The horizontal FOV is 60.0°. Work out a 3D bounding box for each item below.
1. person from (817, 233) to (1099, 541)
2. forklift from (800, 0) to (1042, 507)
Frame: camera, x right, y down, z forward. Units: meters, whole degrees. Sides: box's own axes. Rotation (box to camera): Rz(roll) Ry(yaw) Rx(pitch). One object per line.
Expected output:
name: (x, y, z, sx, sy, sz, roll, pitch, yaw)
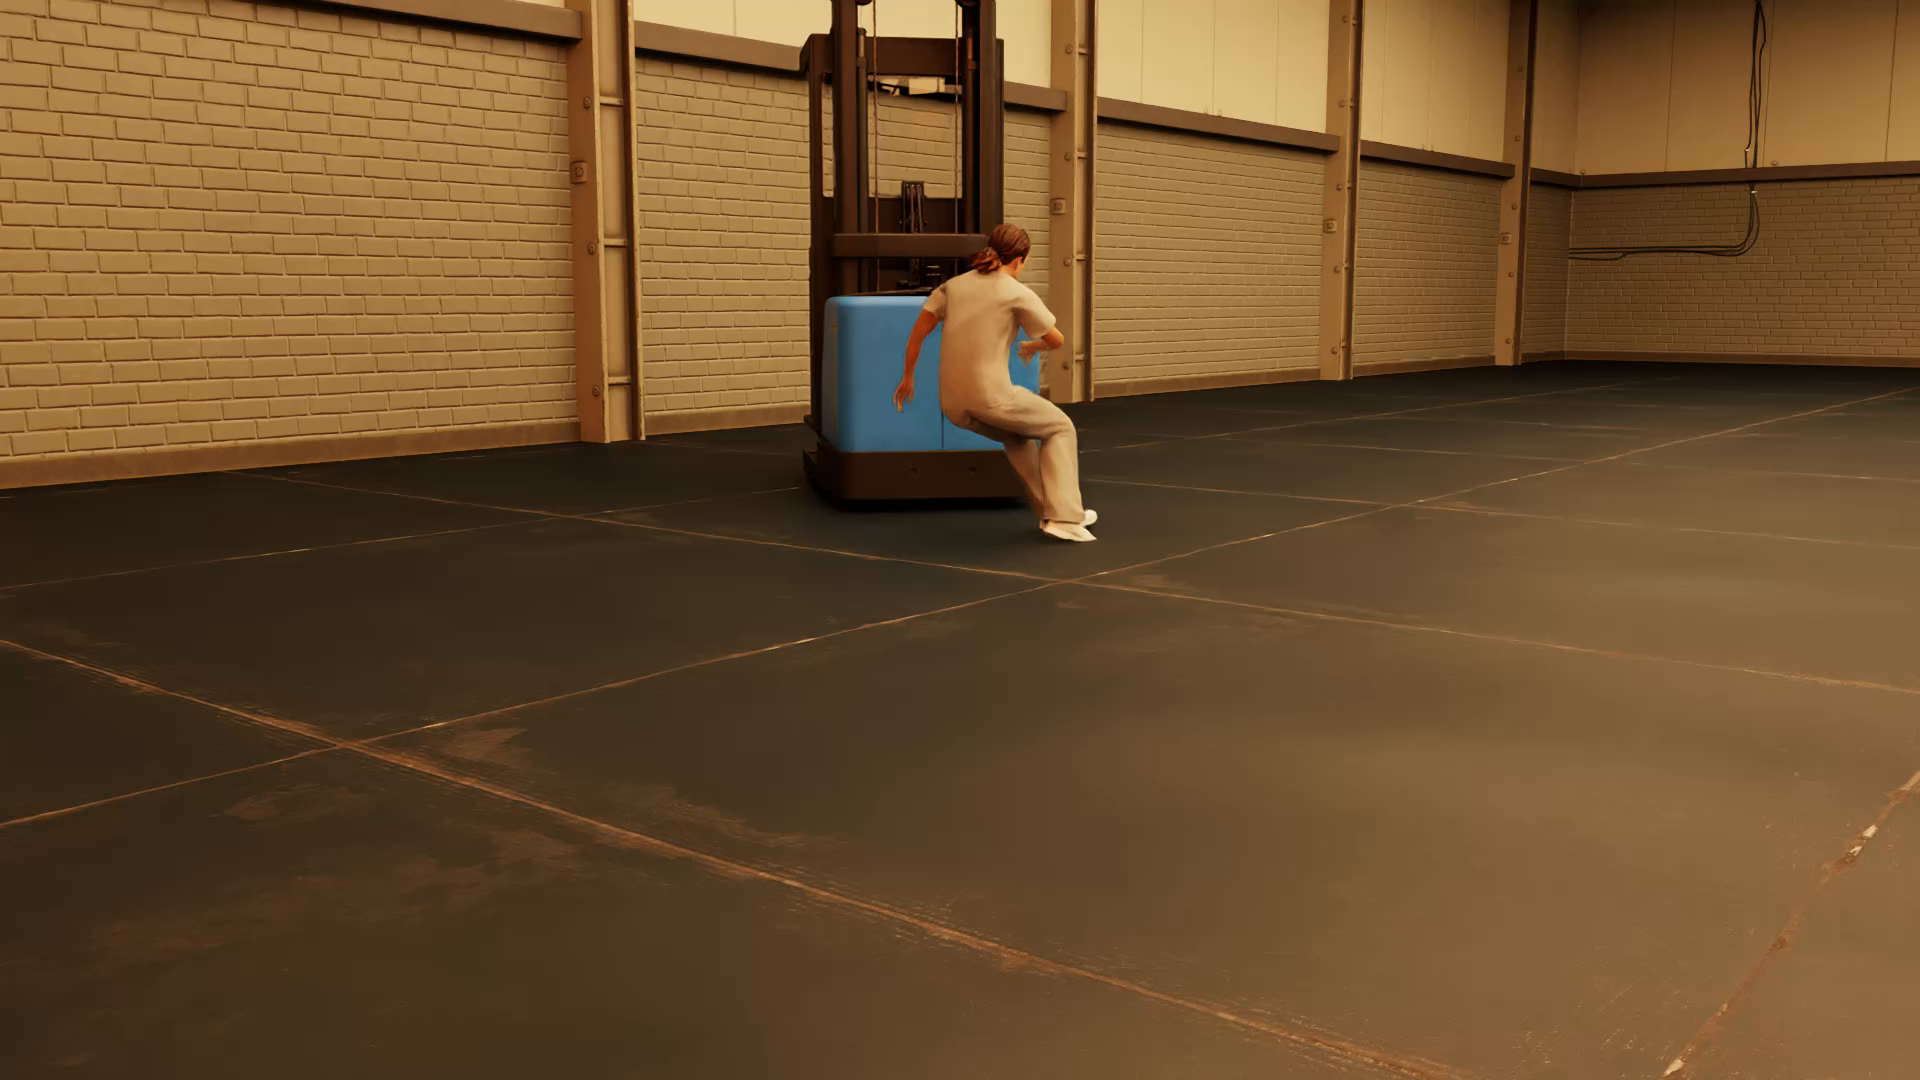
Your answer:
person: (0.053, -0.666, 7.447, 1.096, 1.385, 0.900, 4, 9, 27)
forklift: (-0.330, -1.796, 9.558, 1.130, 2.935, 3.031, -1, 8, -10)
